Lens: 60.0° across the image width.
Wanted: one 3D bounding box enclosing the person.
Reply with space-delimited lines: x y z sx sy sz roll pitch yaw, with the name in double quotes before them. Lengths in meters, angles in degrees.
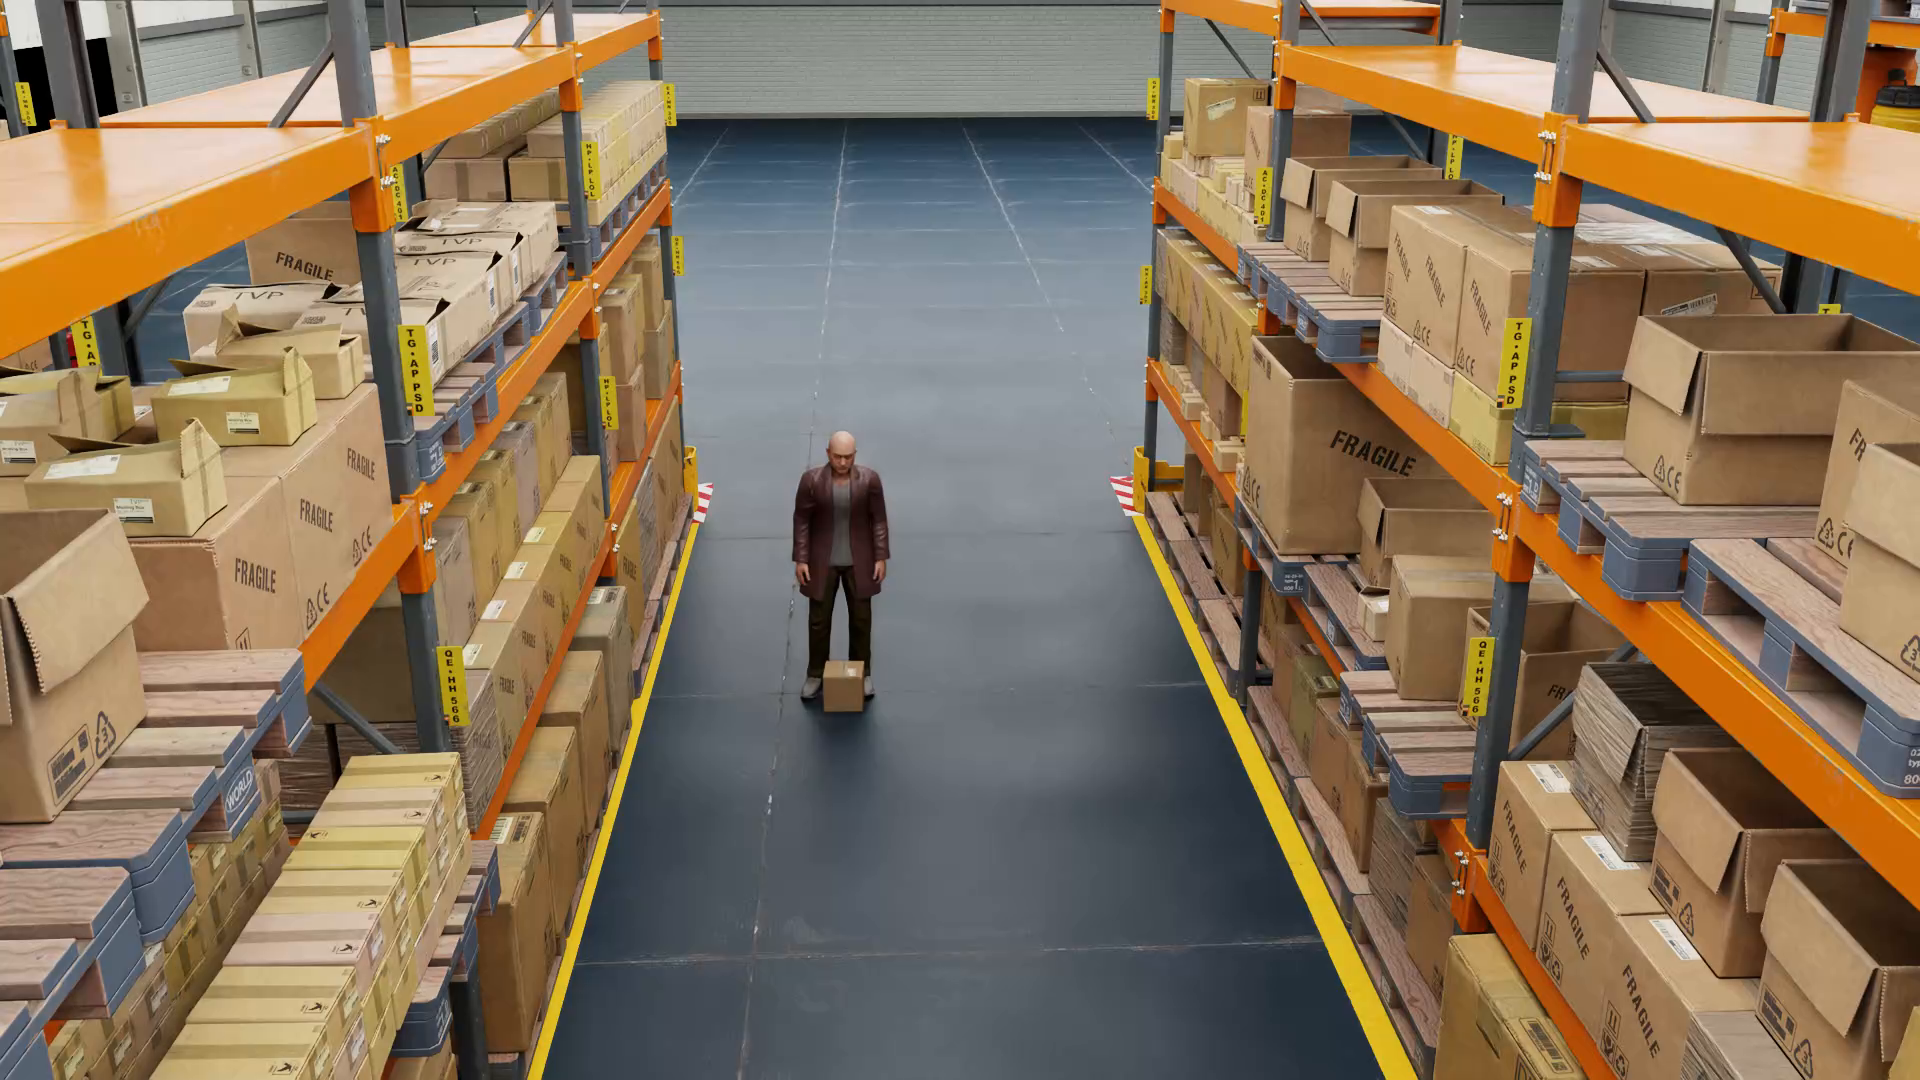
"person" -0.764 0.143 10.709 0.637 1.772 0.428 -2 20 -5
